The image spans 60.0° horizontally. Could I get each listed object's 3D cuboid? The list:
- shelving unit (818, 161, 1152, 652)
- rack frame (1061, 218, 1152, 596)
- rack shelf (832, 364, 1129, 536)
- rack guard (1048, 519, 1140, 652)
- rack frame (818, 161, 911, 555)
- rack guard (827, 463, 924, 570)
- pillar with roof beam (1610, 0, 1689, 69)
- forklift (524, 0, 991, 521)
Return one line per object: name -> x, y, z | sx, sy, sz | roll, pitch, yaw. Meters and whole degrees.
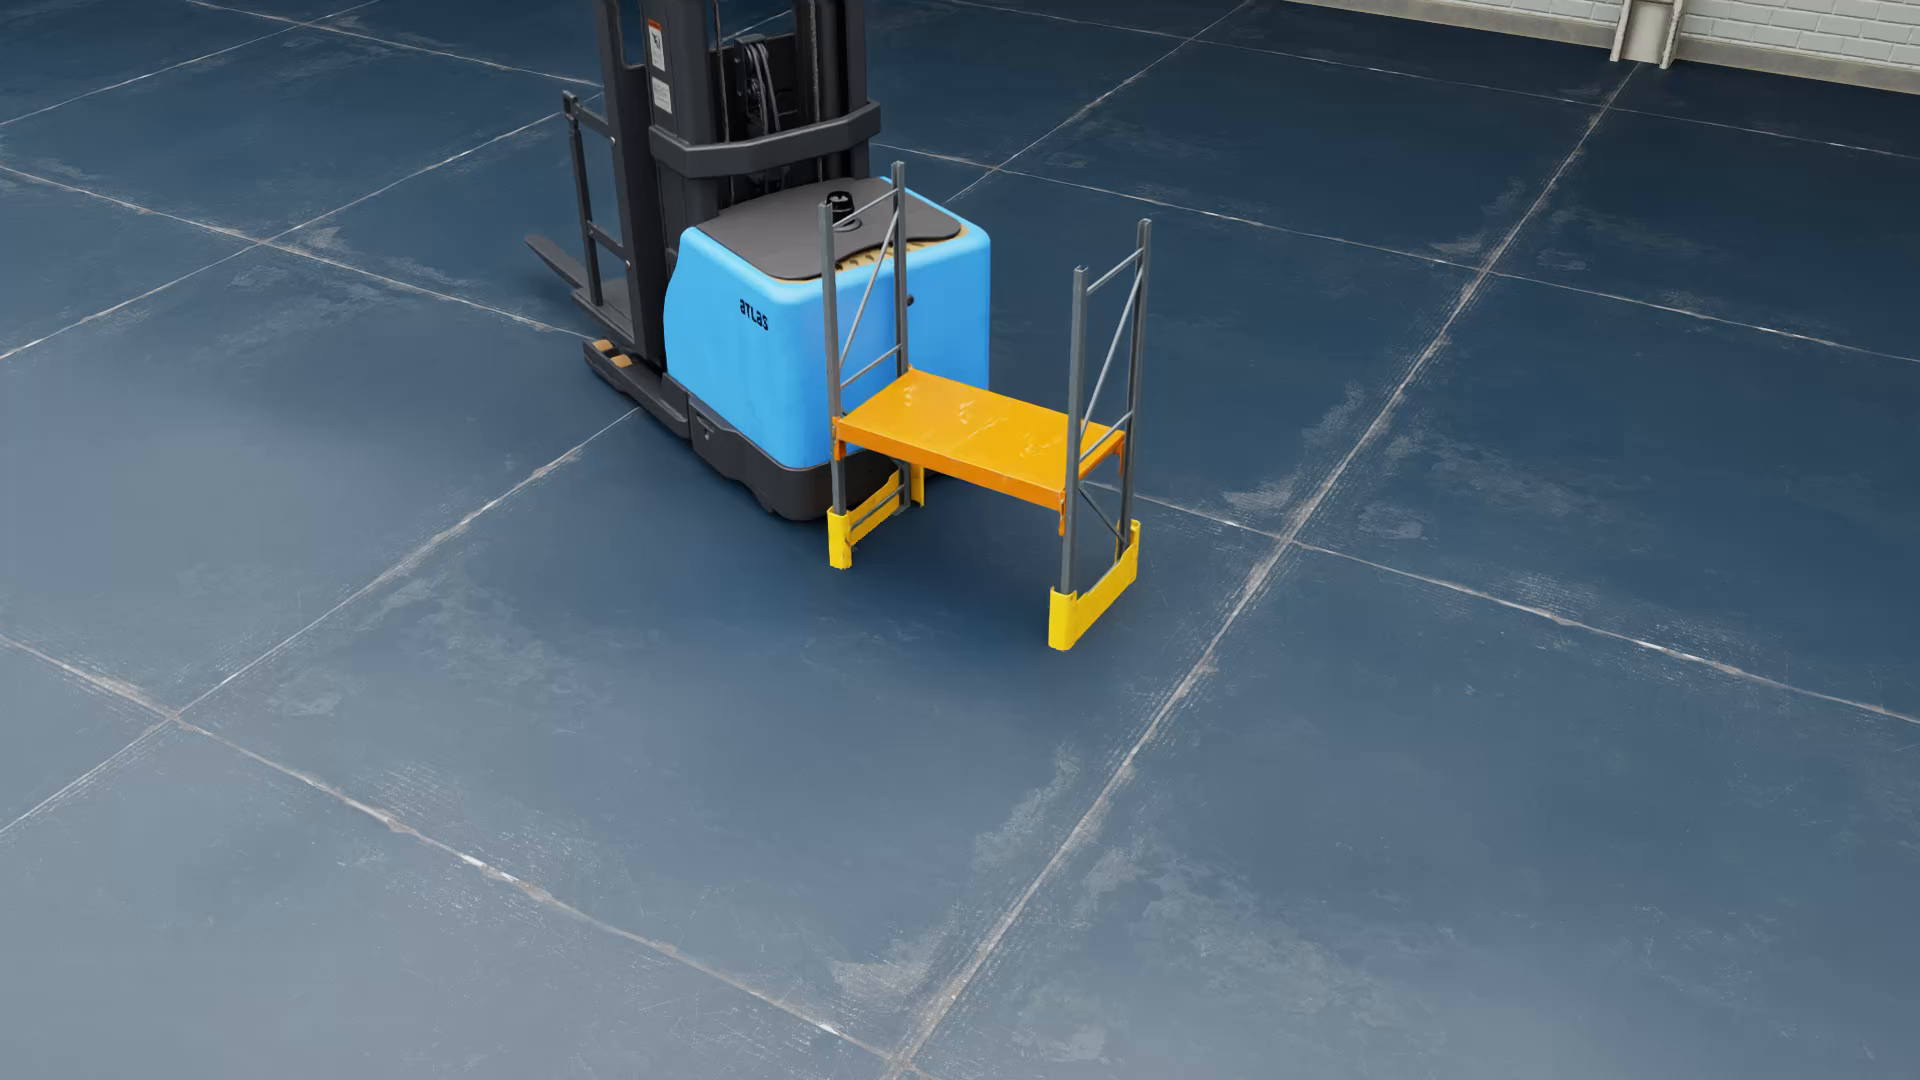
shelving unit -> 0.089, -0.504, 6.154 | 1.083, 1.500, 0.587 | 19, 38, 26
rack frame -> 0.512, -0.357, 5.933 | 0.032, 1.500, 0.500 | 19, 38, 26
rack shelf -> 0.081, -0.357, 6.258 | 1.000, 0.185, 0.538 | 19, 38, 26
rack guard -> 0.511, 0.163, 6.280 | 0.087, 0.250, 0.587 | 19, 38, 26
rack frame -> -0.350, -0.657, 6.383 | 0.032, 1.500, 0.500 | 19, 38, 26
rack guard -> -0.333, -0.131, 6.721 | 0.087, 0.250, 0.587 | 19, 38, 26
pillar with roof beam -> 2.765, -5.130, 6.335 | 0.400, 9.000, 9.100 | 18, 37, 24
forklift -> -1.134, -2.063, 7.204 | 1.130, 2.935, 3.031 | -22, 39, -29
